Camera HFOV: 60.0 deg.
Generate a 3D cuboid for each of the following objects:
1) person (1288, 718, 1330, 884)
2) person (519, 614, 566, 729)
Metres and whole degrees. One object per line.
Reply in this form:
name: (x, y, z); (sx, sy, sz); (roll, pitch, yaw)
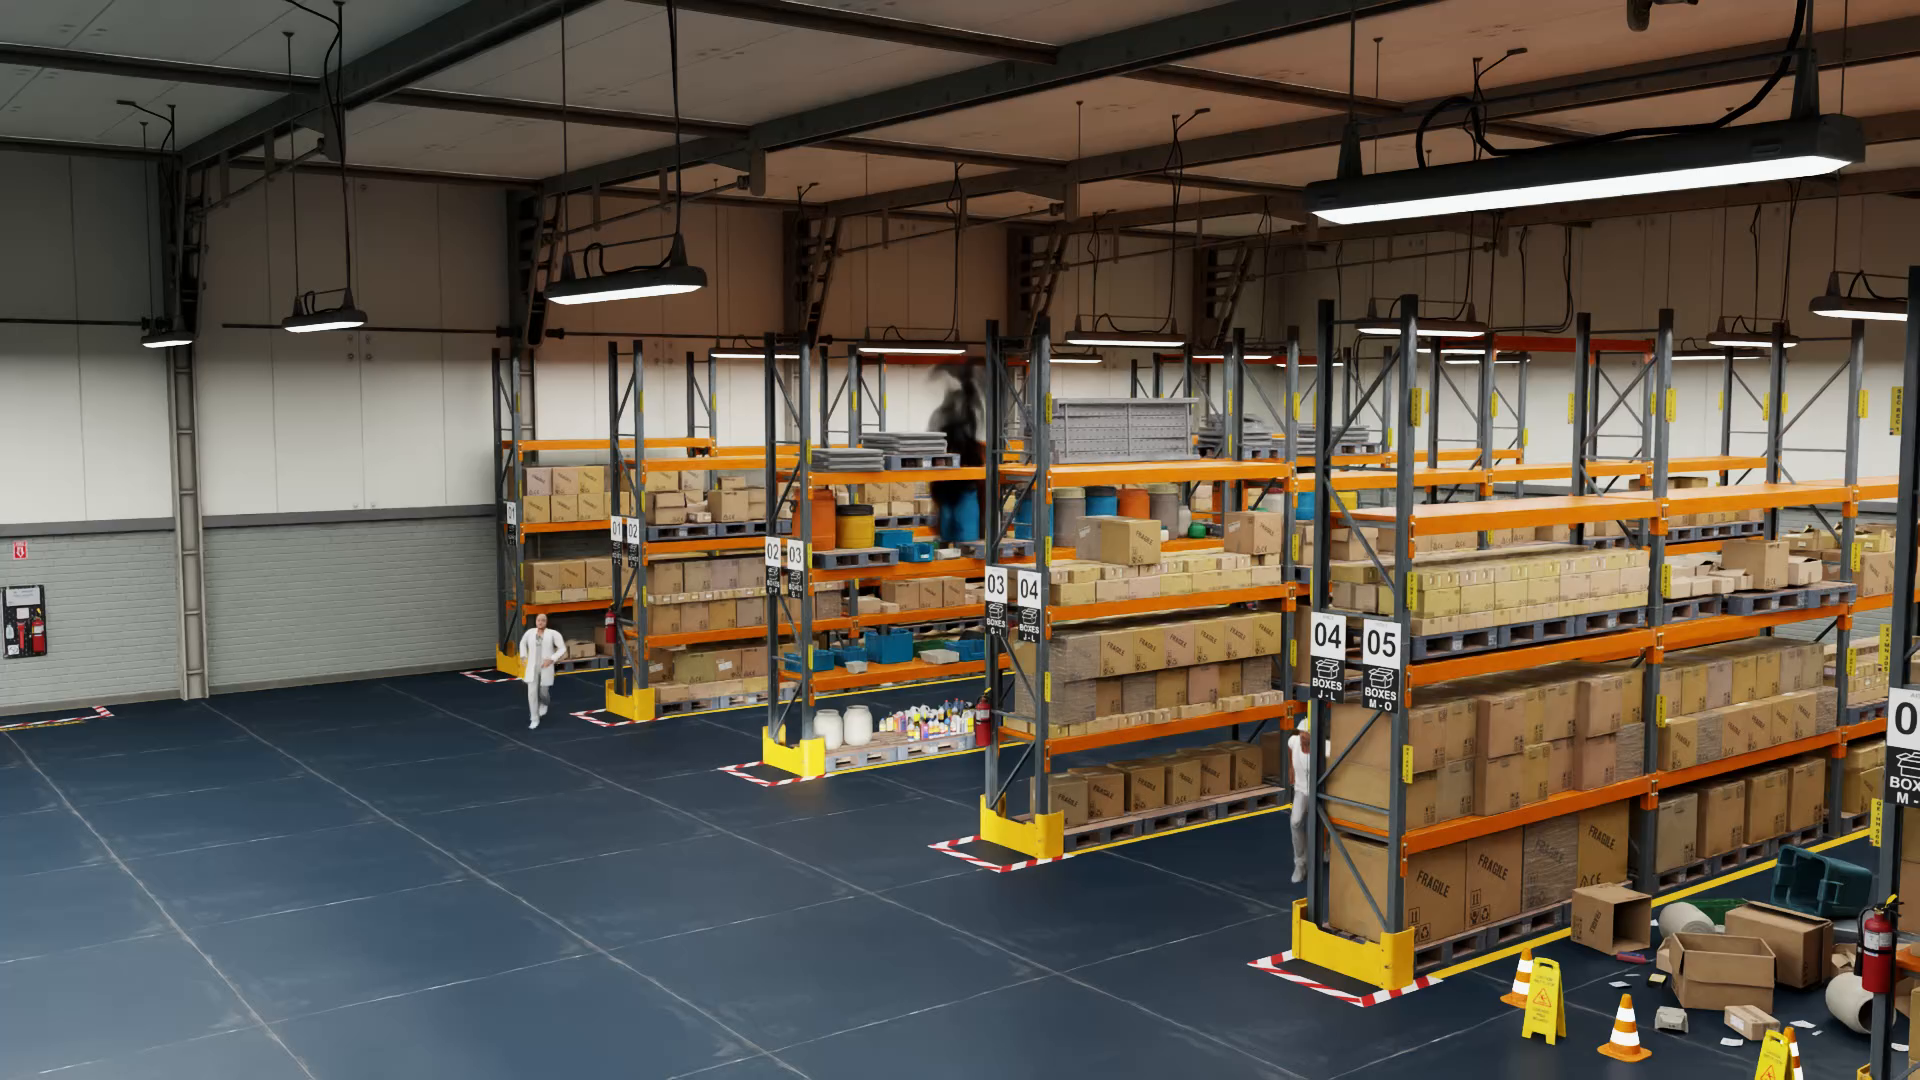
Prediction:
person: (3.815, 2.746, 17.844); (0.690, 1.774, 0.964); (3, 6, 28)
person: (-6.549, 2.029, 26.090); (0.747, 1.779, 0.893); (0, 5, -3)
